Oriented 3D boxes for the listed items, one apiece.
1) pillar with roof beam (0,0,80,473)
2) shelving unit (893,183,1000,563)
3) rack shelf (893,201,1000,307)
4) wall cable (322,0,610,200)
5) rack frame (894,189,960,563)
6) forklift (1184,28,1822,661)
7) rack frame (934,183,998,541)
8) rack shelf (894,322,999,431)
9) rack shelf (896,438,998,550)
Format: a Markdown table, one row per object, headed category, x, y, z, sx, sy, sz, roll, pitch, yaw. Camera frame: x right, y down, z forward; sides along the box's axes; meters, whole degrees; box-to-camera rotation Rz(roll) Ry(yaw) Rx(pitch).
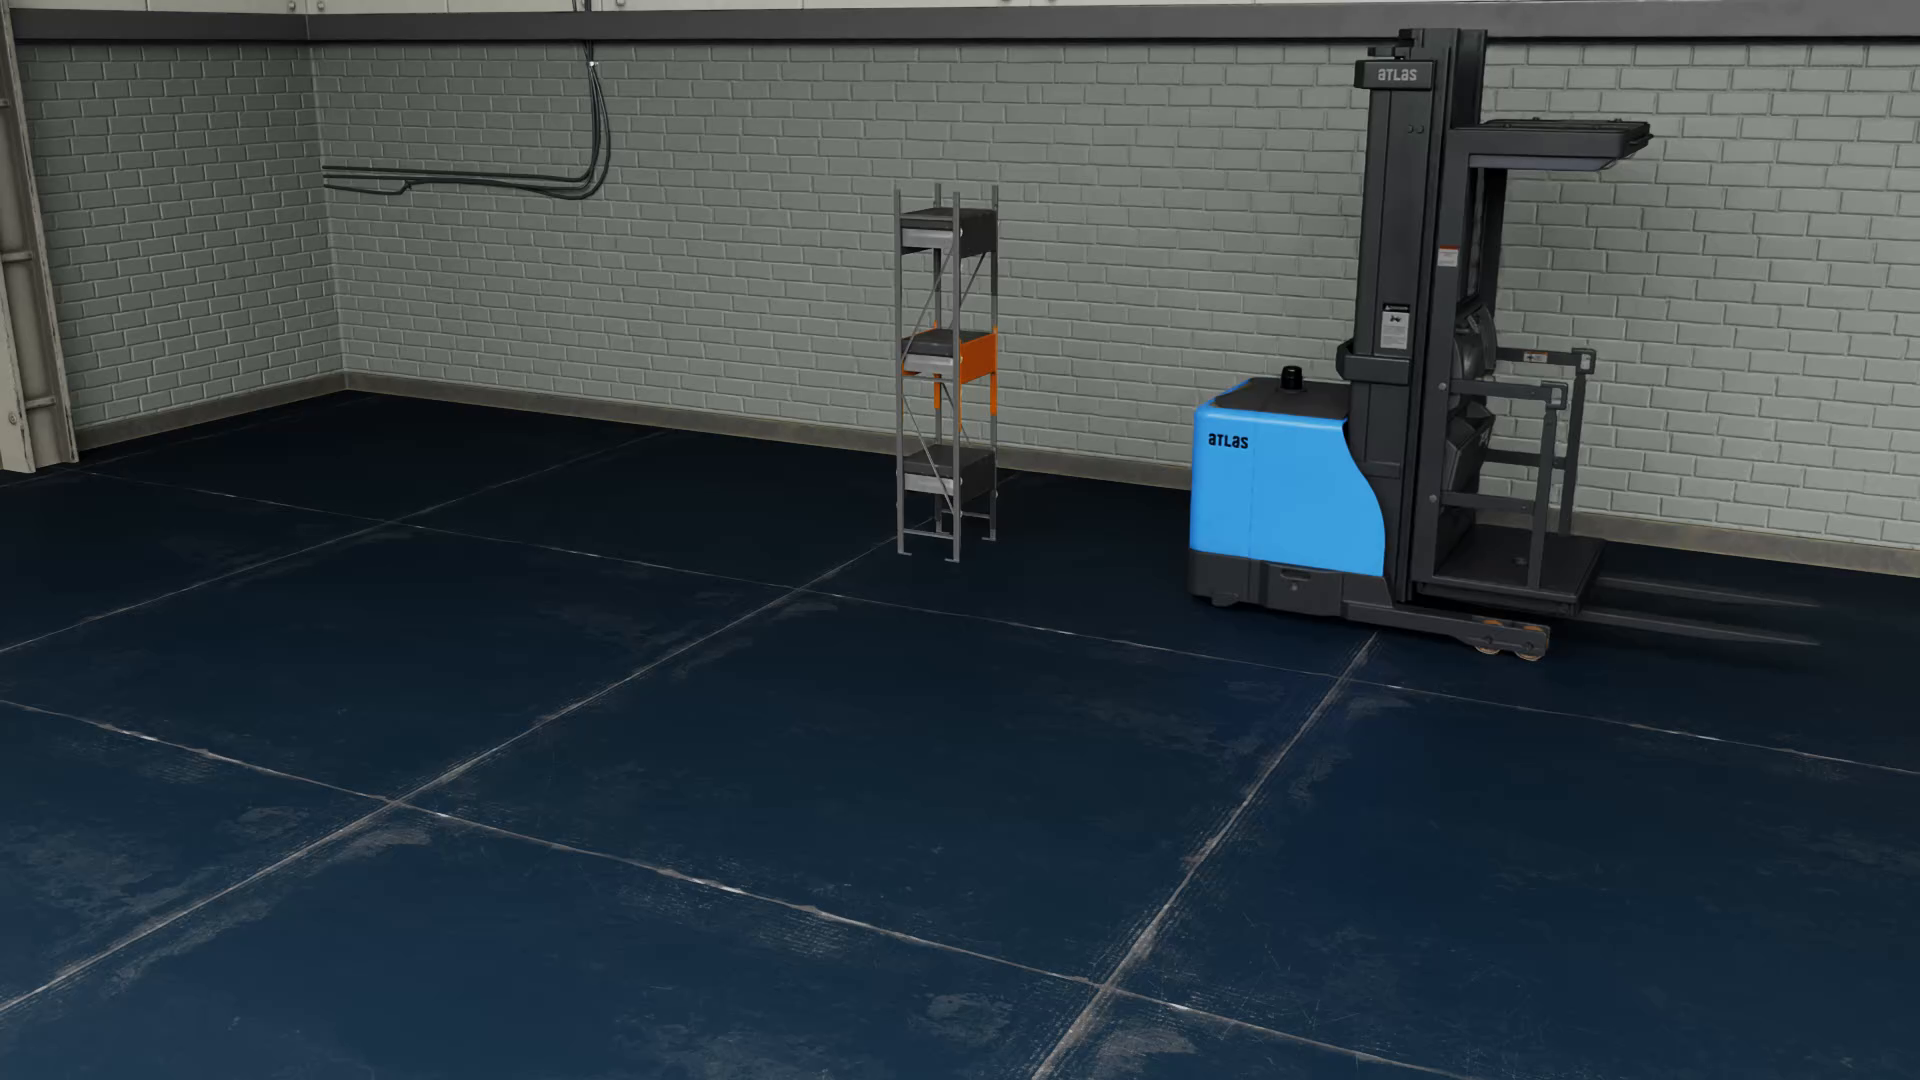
| category | x | y | z | sx | sy | sz | roll | pitch | yaw |
| --- | --- | --- | --- | --- | --- | --- | --- | --- | --- |
| pillar with roof beam | -2.686 | -4.300 | 8.698 | 9.100 | 9.000 | 0.400 | 8 | 18 | 25 |
| shelving unit | -0.074 | -0.964 | 9.583 | 0.431 | 2.100 | 0.503 | 8 | 18 | 25 |
| rack shelf | -0.074 | -1.622 | 9.388 | 0.431 | 0.518 | 0.480 | 8 | 18 | 25 |
| wall cable | -4.037 | -3.942 | 12.944 | 3.097 | 2.526 | 0.112 | 8 | 18 | 25 |
| rack frame | -0.183 | -0.902 | 9.374 | 0.400 | 2.100 | 0.015 | 8 | 18 | 25 |
| forklift | 2.748 | -0.993 | 8.220 | 3.031 | 2.935 | 1.130 | 8 | 18 | 26 |
| rack frame | 0.035 | -1.027 | 9.793 | 0.400 | 2.100 | 0.015 | 8 | 18 | 25 |
| rack shelf | -0.074 | -0.951 | 9.587 | 0.431 | 0.518 | 0.480 | 8 | 18 | 25 |
| rack shelf | -0.074 | -0.280 | 9.787 | 0.431 | 0.518 | 0.480 | 8 | 18 | 25 |
